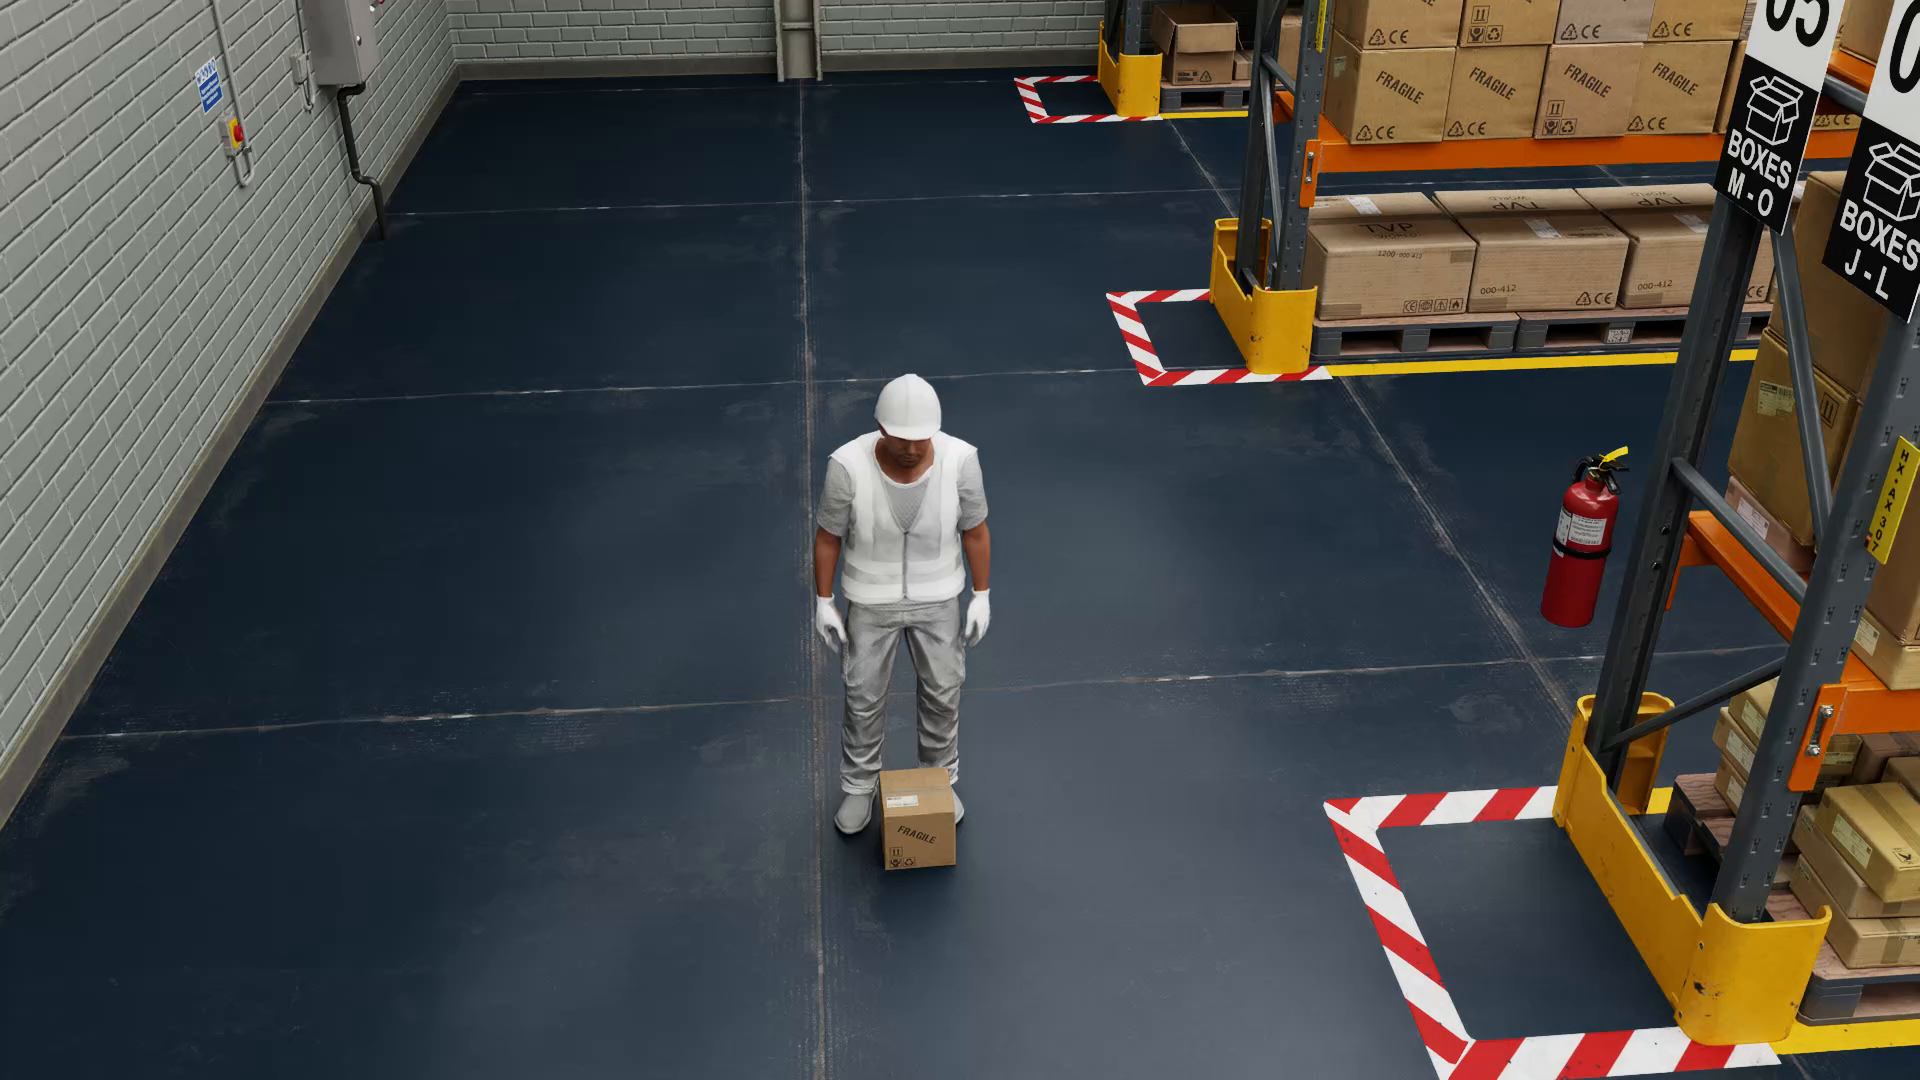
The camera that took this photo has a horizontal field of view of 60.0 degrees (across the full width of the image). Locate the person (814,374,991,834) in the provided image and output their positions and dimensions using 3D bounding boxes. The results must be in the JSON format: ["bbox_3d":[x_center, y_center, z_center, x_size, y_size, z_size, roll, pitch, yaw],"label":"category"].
[{"bbox_3d":[-0.197,0.220,5.753,0.615,1.773,0.448,-3,31,-6],"label":"person"}]
